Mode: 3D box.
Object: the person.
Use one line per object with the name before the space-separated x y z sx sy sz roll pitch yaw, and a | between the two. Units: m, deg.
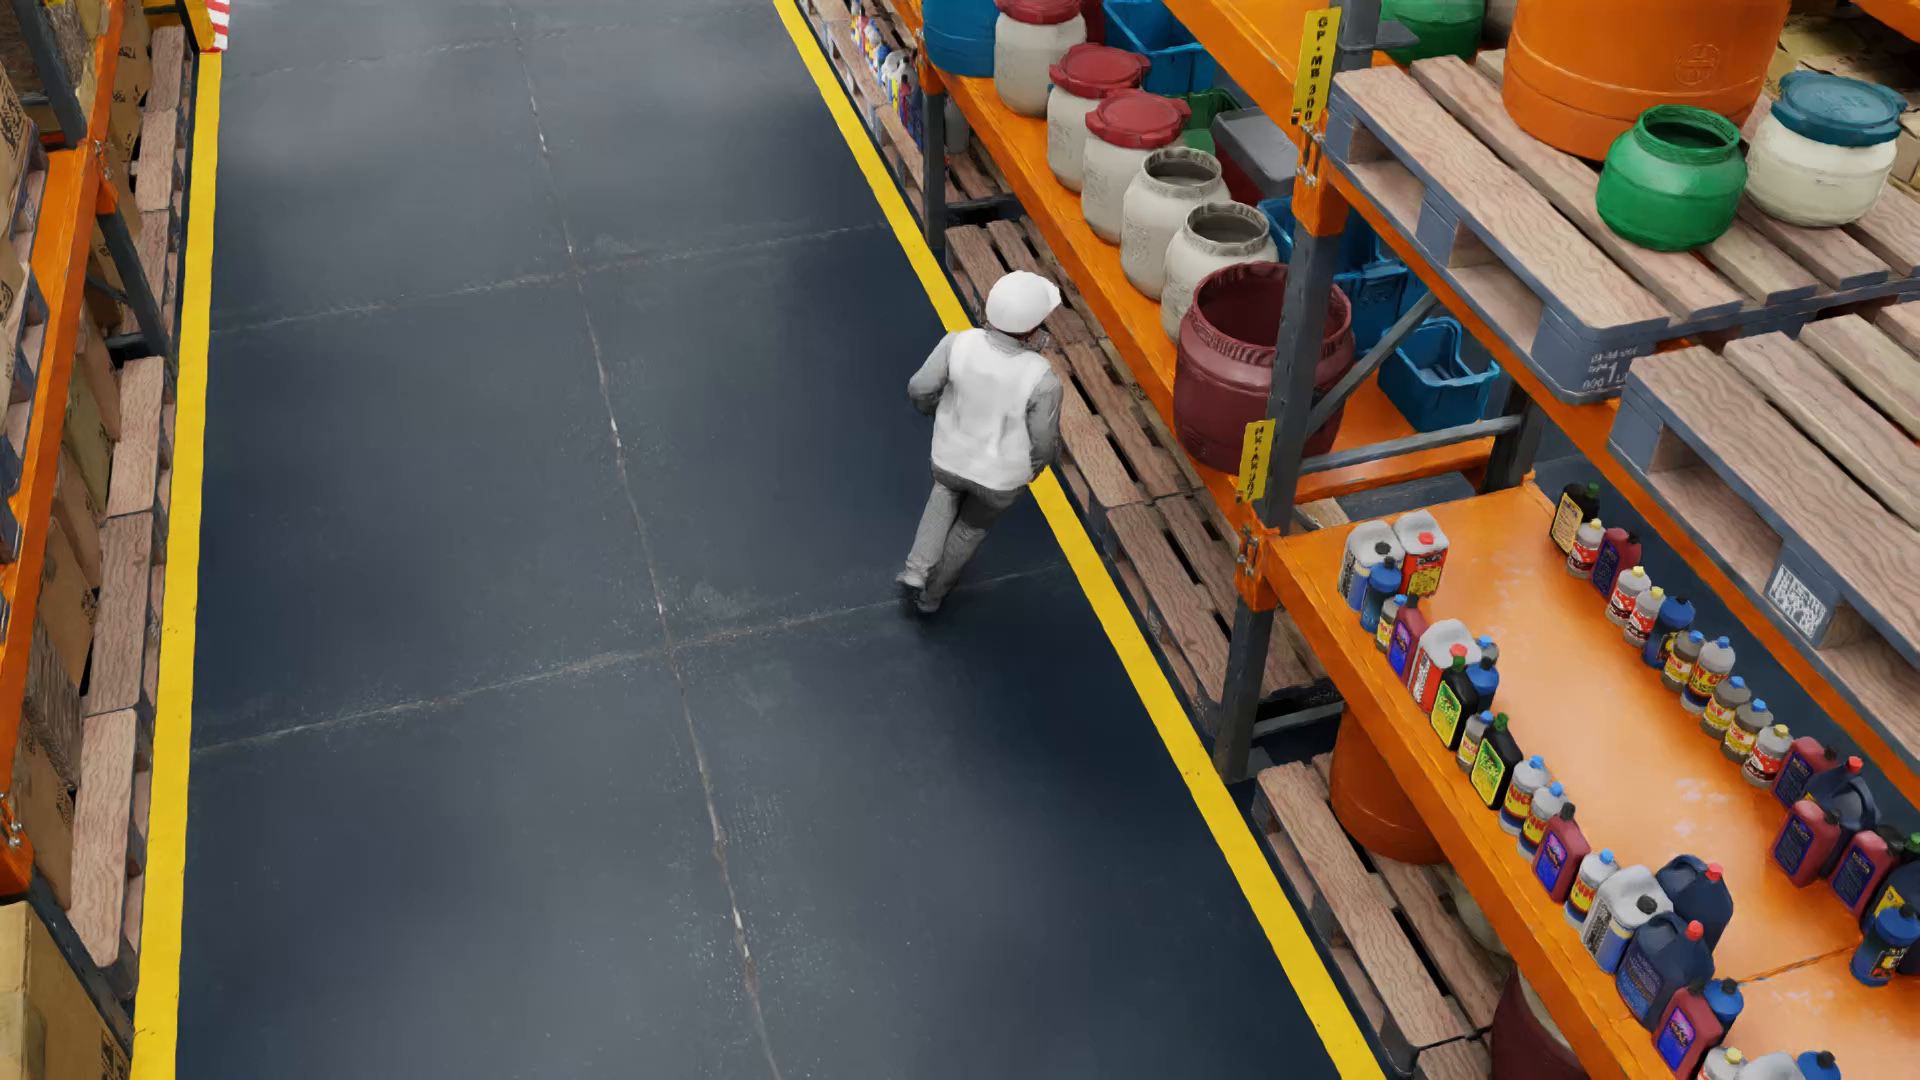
person | 0.086 -0.373 6.608 0.702 1.698 0.483 14 44 15
